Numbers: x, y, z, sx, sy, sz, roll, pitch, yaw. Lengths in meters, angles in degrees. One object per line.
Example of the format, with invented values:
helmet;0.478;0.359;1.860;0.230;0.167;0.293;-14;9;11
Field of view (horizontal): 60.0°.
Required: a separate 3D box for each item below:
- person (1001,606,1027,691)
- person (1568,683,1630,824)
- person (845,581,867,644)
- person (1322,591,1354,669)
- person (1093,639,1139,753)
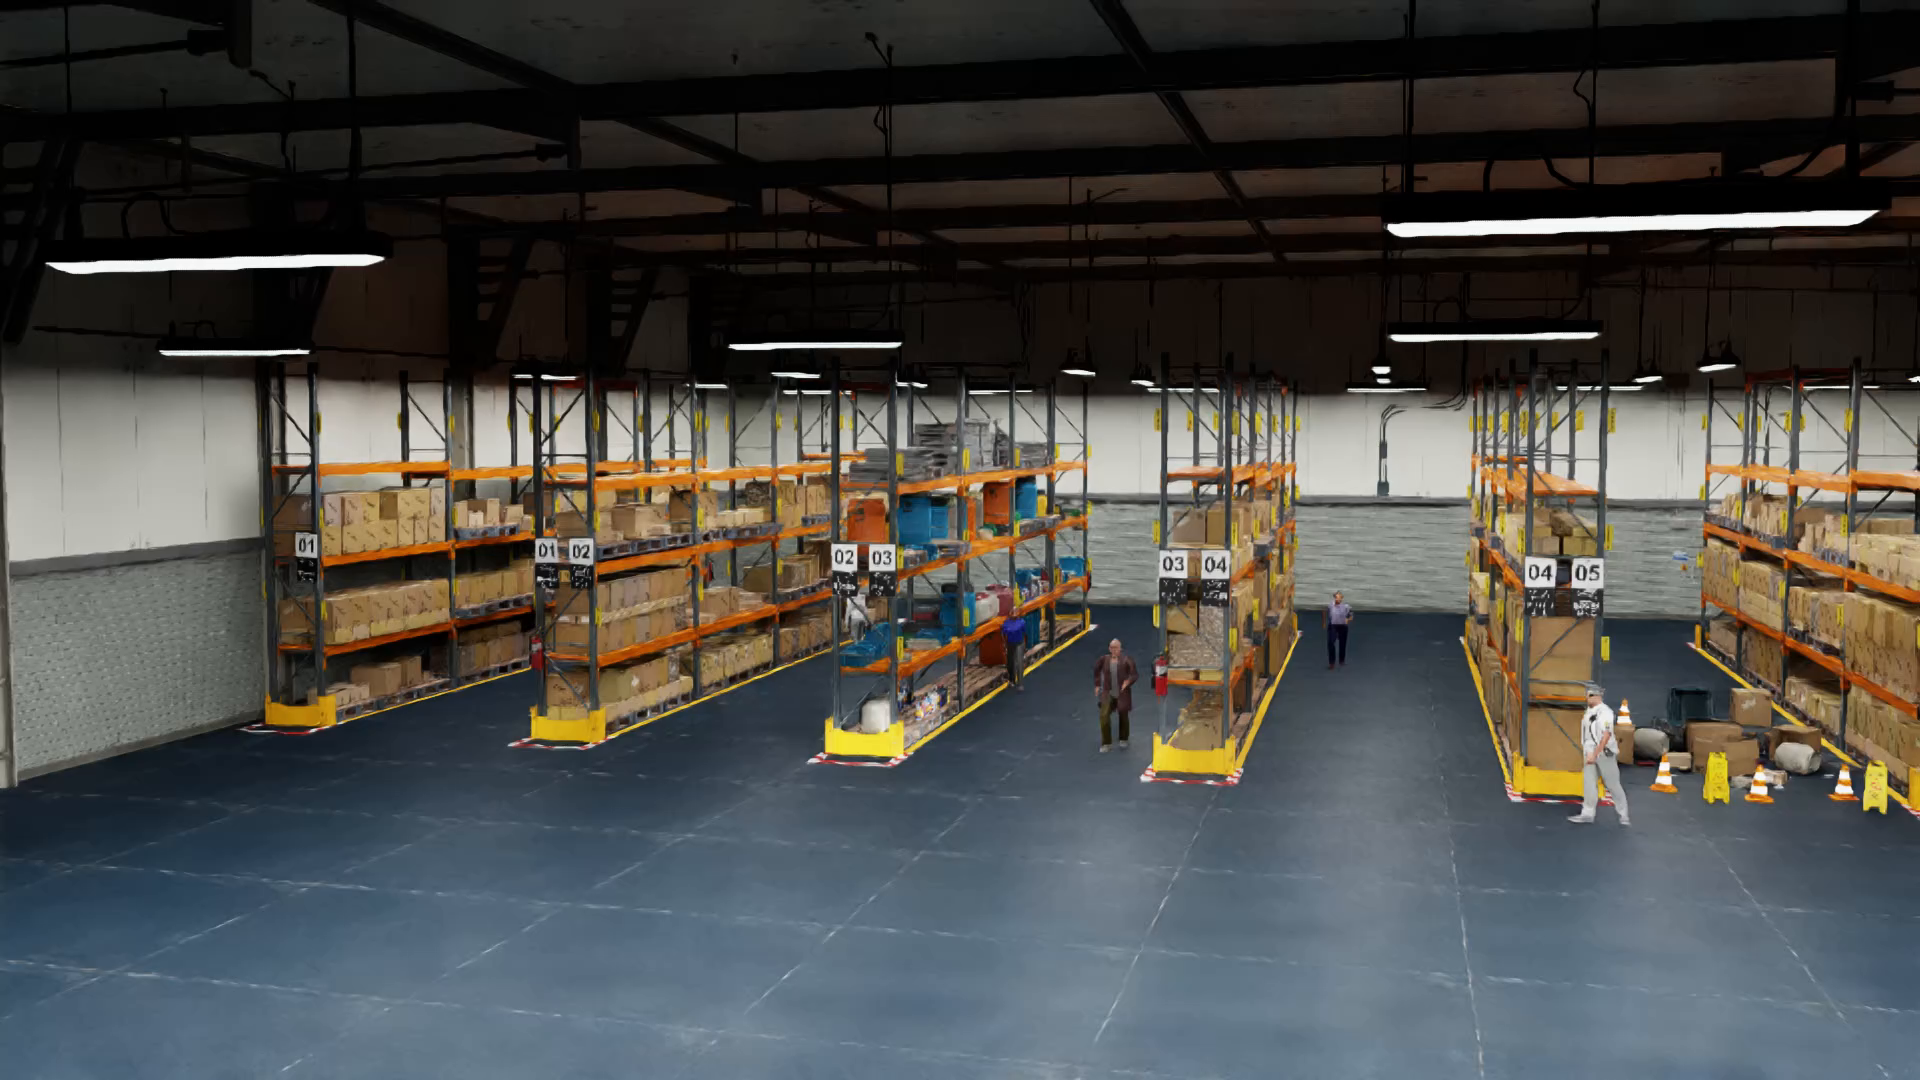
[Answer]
person;1.010;2.004;31.124;0.468;1.577;1.028;0;4;7
person;8.013;2.669;20.774;0.723;1.739;0.569;-1;4;-10
person;-2.189;1.698;34.927;0.565;1.670;0.511;-4;5;-43
person;7.749;1.829;34.098;0.624;1.555;0.850;1;4;10
person;2.380;2.354;25.447;0.733;1.709;0.928;1;4;13
